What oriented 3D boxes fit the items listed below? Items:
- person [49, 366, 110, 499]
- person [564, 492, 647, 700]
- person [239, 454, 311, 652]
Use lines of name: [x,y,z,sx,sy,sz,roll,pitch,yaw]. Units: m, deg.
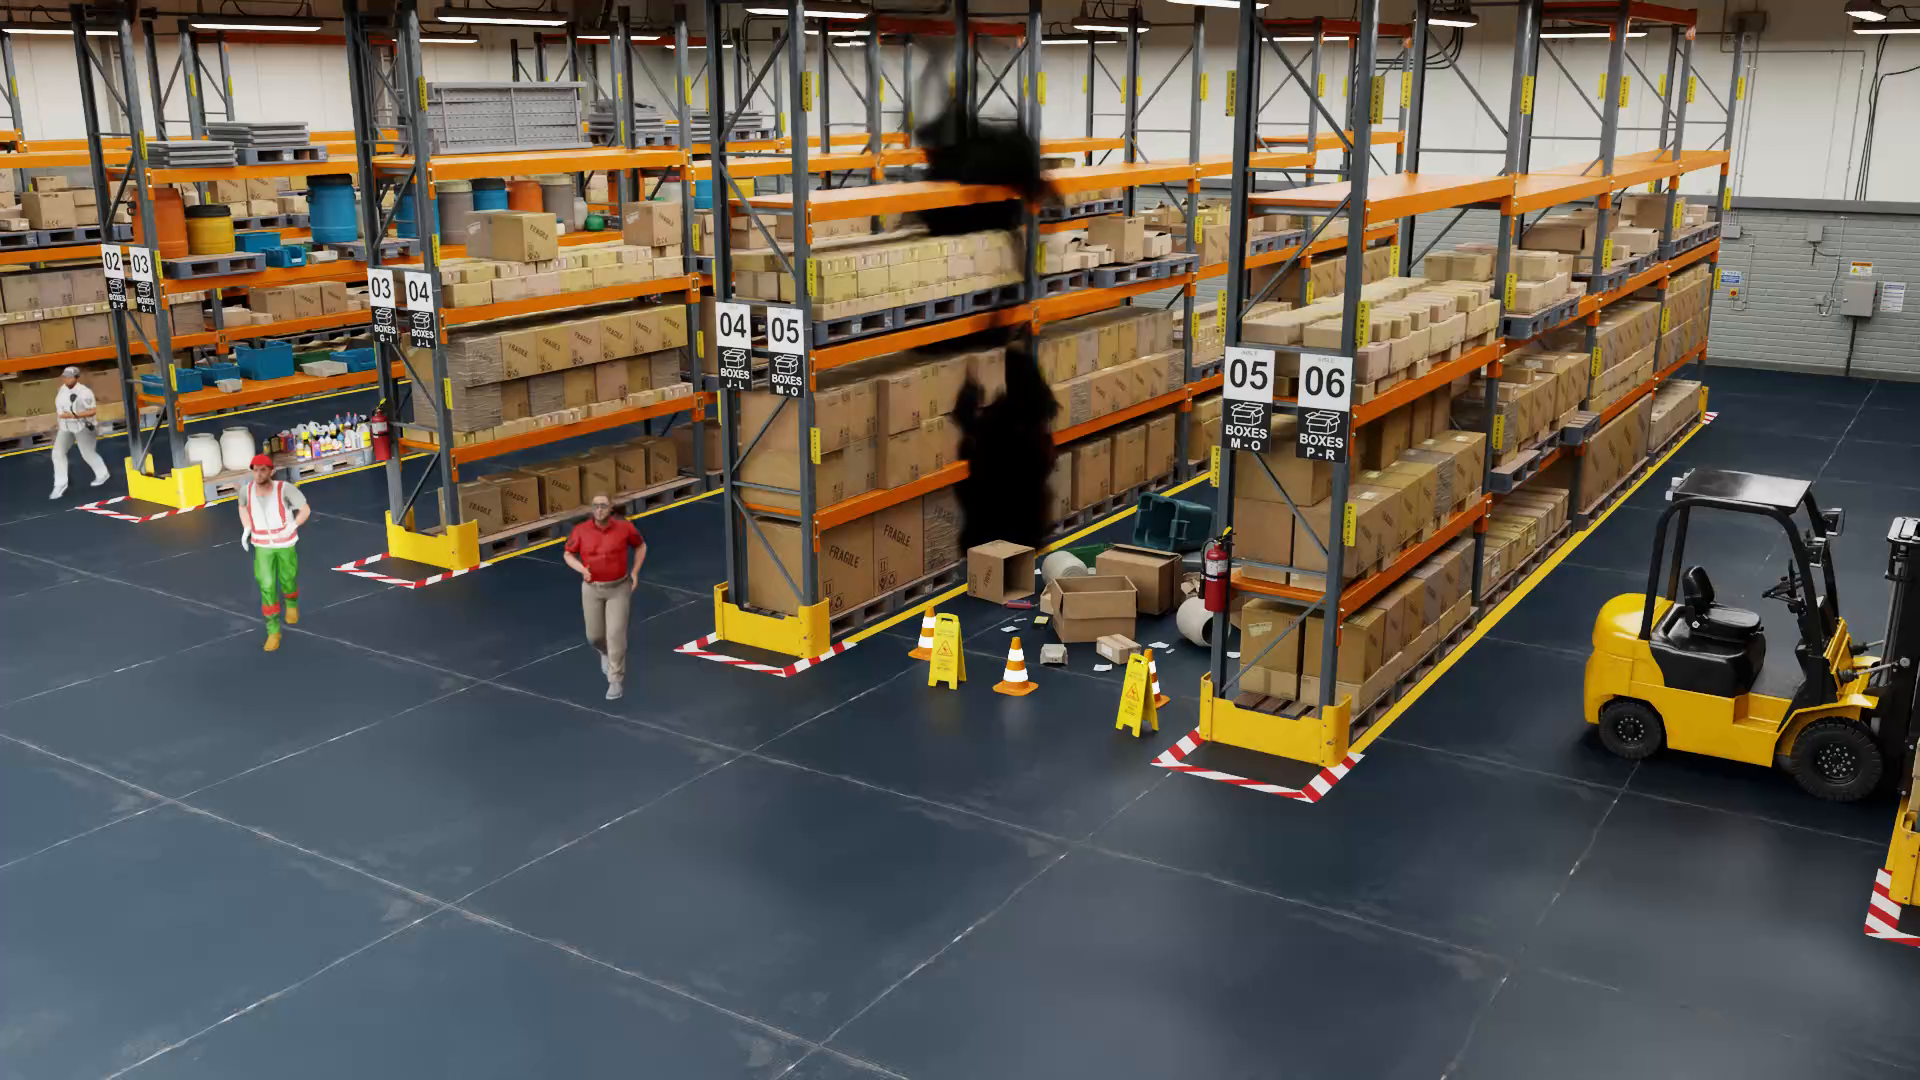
person: [-11.213,-1.396,21.235,0.630,1.695,0.812,4,16,14]
person: [-3.007,0.429,14.126,0.686,1.706,0.829,-1,16,-4]
person: [-6.423,0.053,15.660,0.650,1.810,0.878,-4,16,-13]
